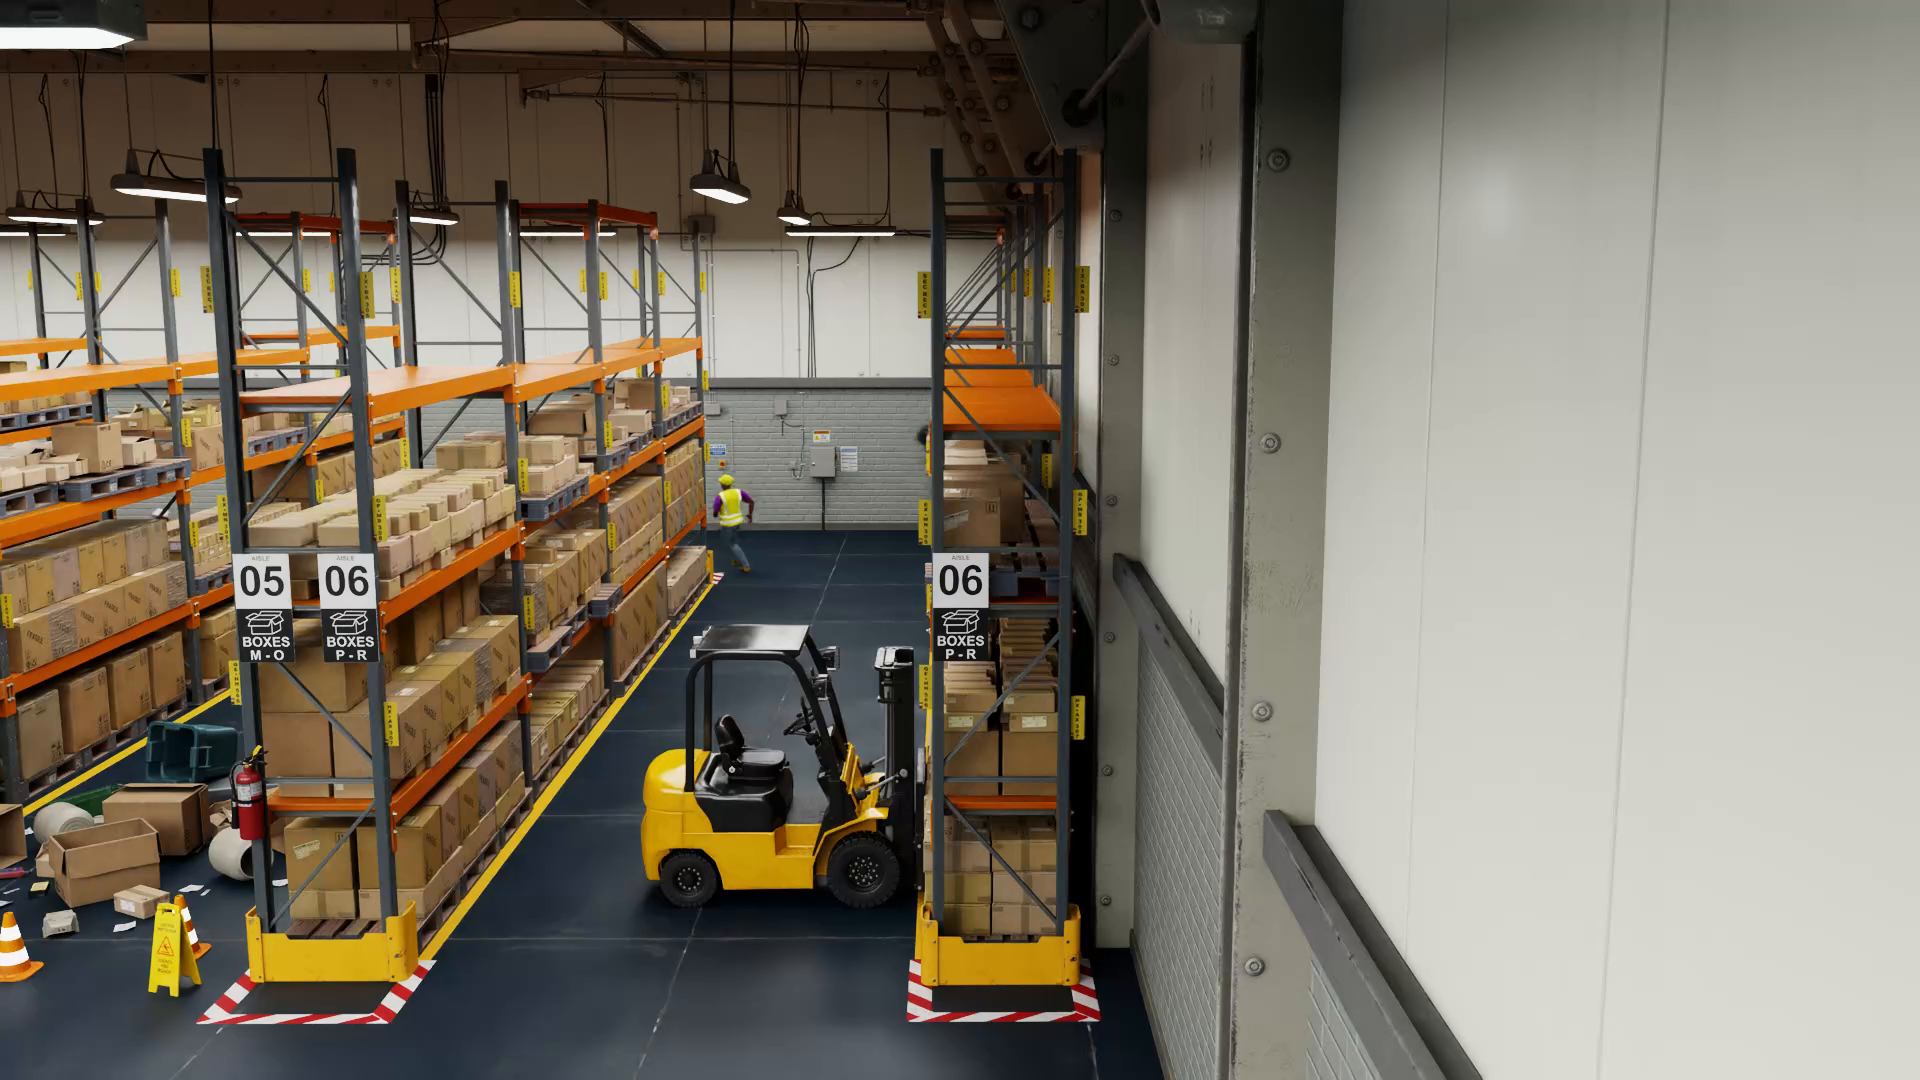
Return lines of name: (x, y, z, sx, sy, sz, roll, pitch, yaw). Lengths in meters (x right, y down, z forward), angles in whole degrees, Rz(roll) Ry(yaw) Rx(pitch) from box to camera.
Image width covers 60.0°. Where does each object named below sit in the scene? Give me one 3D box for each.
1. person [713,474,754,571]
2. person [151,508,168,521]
person: (-4.000, -0.307, 28.838, 0.649, 1.699, 0.718, 7, 12, 39)
person: (-11.522, 0.457, 24.036, 0.654, 1.829, 0.707, 0, 9, 2)
